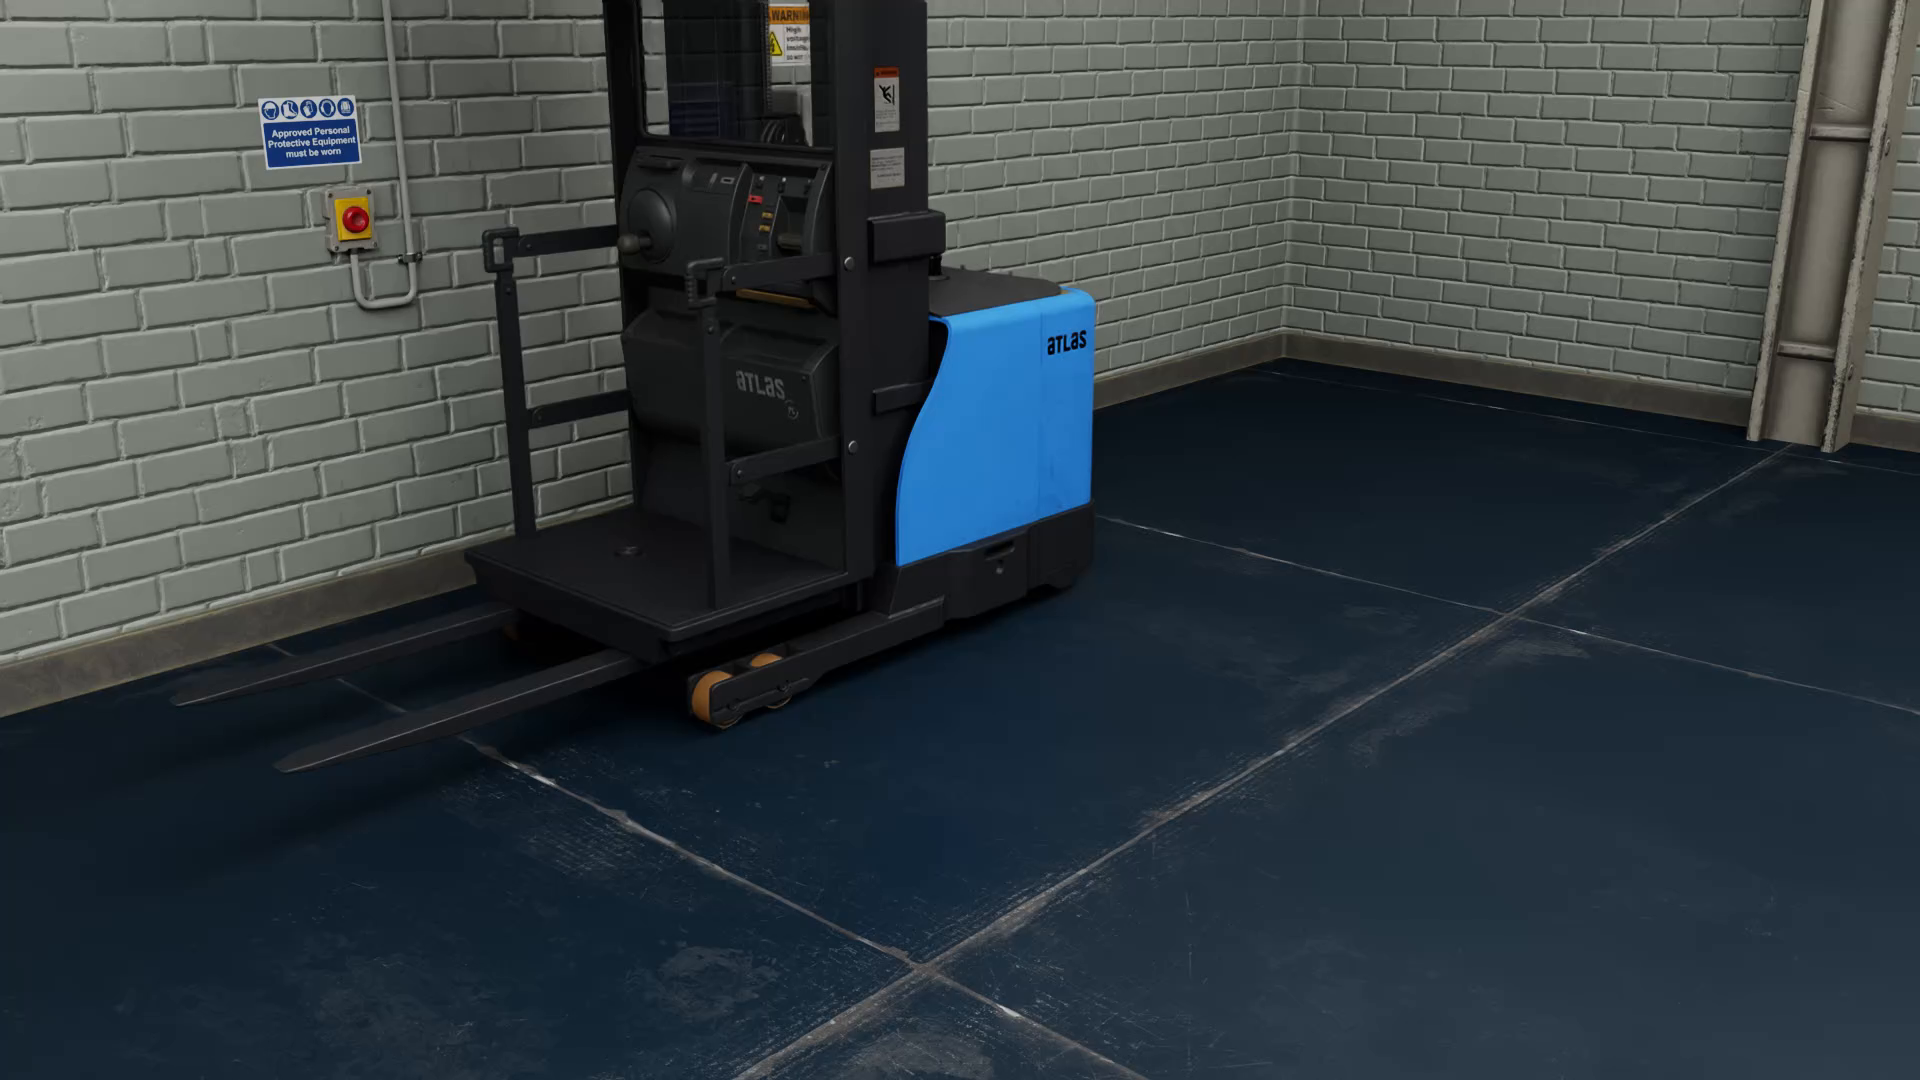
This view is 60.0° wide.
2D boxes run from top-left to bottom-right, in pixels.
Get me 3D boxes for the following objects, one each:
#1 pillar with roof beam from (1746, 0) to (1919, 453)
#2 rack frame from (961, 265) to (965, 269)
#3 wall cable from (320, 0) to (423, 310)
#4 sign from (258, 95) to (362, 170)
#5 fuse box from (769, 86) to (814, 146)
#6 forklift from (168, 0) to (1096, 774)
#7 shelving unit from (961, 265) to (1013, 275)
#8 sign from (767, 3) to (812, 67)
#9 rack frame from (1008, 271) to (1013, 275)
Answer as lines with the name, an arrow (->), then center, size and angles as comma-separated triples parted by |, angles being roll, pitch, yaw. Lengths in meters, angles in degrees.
pillar with roof beam -> 1.250, -3.804, 3.721 | 0.400, 9.000, 9.100 | 15, 23, 39
rack frame -> -0.048, -0.563, 6.650 | 0.008, 1.050, 0.200 | 15, 23, 39
wall cable -> -1.999, -1.675, 5.201 | 0.123, 1.953, 0.585 | 15, 23, 39
sign -> -2.076, -1.306, 5.323 | 0.001, 0.218, 0.327 | 15, 23, 39
fuse box -> -0.495, -1.008, 6.959 | 0.414, 1.711, 0.539 | 15, 23, 39
forklift -> -0.878, -1.019, 4.977 | 1.130, 2.935, 3.031 | 16, 23, 40
shelving unit -> 0.043, -0.538, 6.572 | 0.252, 1.050, 0.215 | 15, 23, 39
sign -> -0.687, -2.045, 6.731 | 0.001, 0.242, 0.339 | 15, 23, 39
rack frame -> 0.134, -0.514, 6.495 | 0.008, 1.050, 0.200 | 15, 23, 39
